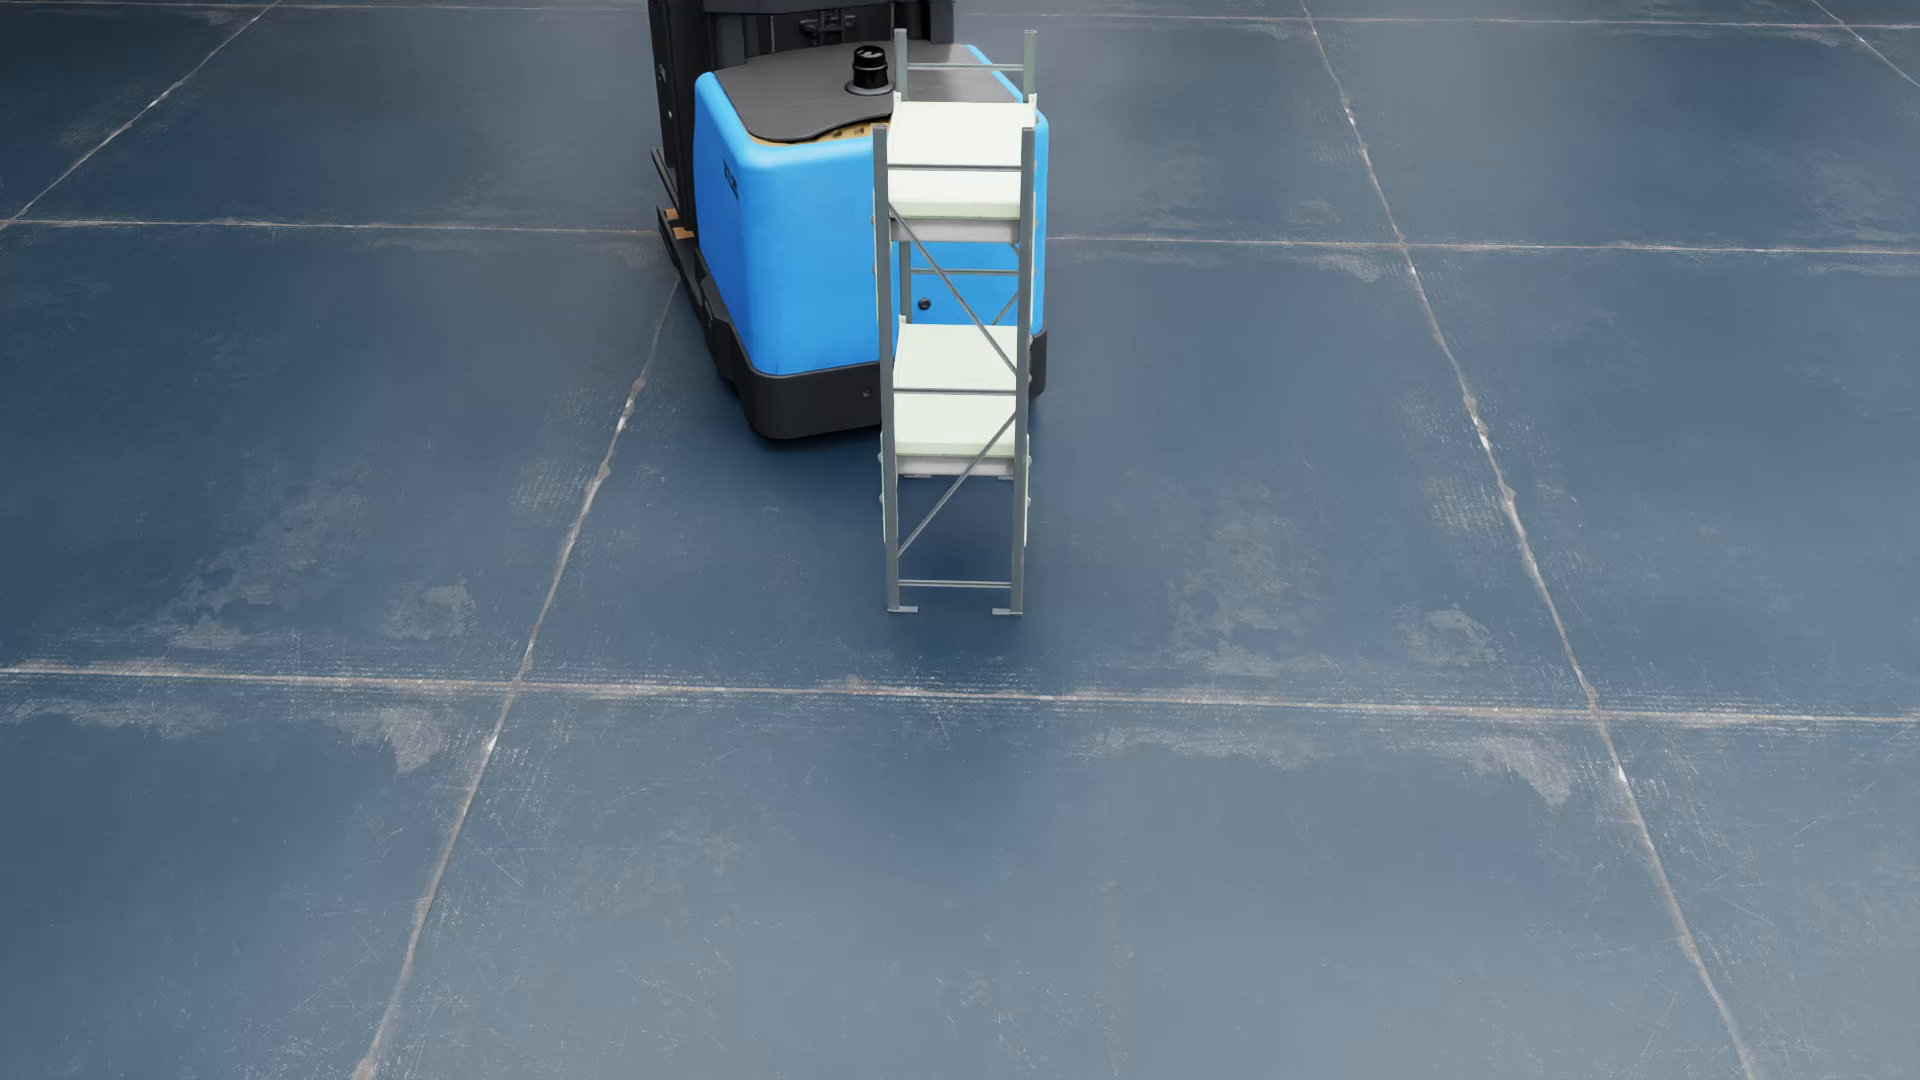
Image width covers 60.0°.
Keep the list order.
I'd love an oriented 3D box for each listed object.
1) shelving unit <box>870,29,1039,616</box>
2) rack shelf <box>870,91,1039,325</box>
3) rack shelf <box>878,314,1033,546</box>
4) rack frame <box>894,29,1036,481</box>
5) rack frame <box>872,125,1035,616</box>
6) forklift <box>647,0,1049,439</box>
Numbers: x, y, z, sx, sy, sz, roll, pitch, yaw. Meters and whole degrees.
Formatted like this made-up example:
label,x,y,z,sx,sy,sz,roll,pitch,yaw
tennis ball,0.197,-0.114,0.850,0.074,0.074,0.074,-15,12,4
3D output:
label,x,y,z,sx,sy,sz,roll,pitch,yaw
shelving unit,0.000,-0.610,4.813,0.431,1.500,0.755,1,35,2
rack shelf,0.000,-0.929,4.589,0.431,0.370,0.720,1,35,2
rack shelf,0.000,-0.343,5.001,0.431,0.370,0.720,1,35,2
rack frame,0.014,-0.820,5.113,0.400,1.500,0.023,1,35,2
rack frame,-0.015,-0.399,4.514,0.400,1.500,0.023,1,35,2
forklift,-0.634,-2.384,6.093,1.130,2.935,3.031,-11,36,-15
